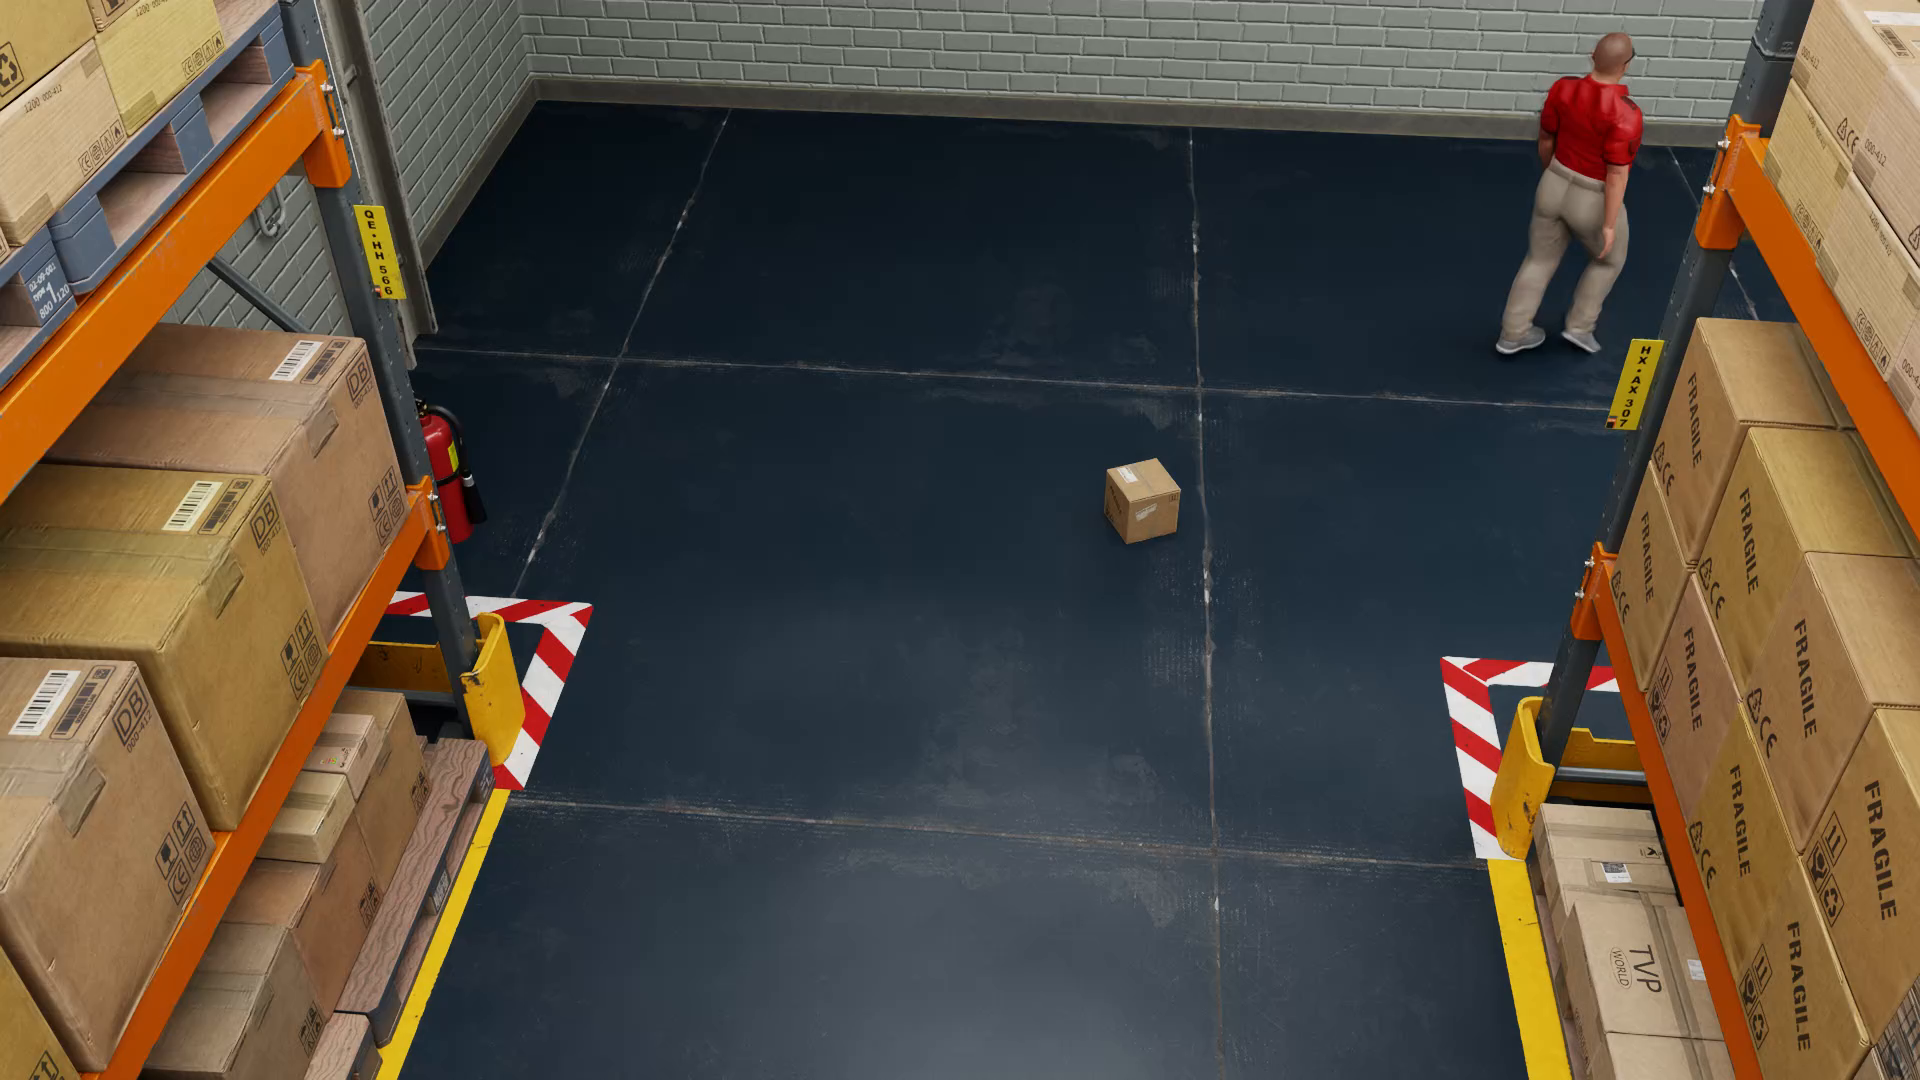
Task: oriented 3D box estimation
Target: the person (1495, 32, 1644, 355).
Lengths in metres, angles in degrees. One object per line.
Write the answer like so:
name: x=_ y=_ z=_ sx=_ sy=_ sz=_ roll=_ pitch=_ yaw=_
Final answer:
person: x=3.064 y=-1.653 z=8.197 sx=0.583 sy=1.806 sz=0.577 roll=-27 pitch=47 yaw=-29
